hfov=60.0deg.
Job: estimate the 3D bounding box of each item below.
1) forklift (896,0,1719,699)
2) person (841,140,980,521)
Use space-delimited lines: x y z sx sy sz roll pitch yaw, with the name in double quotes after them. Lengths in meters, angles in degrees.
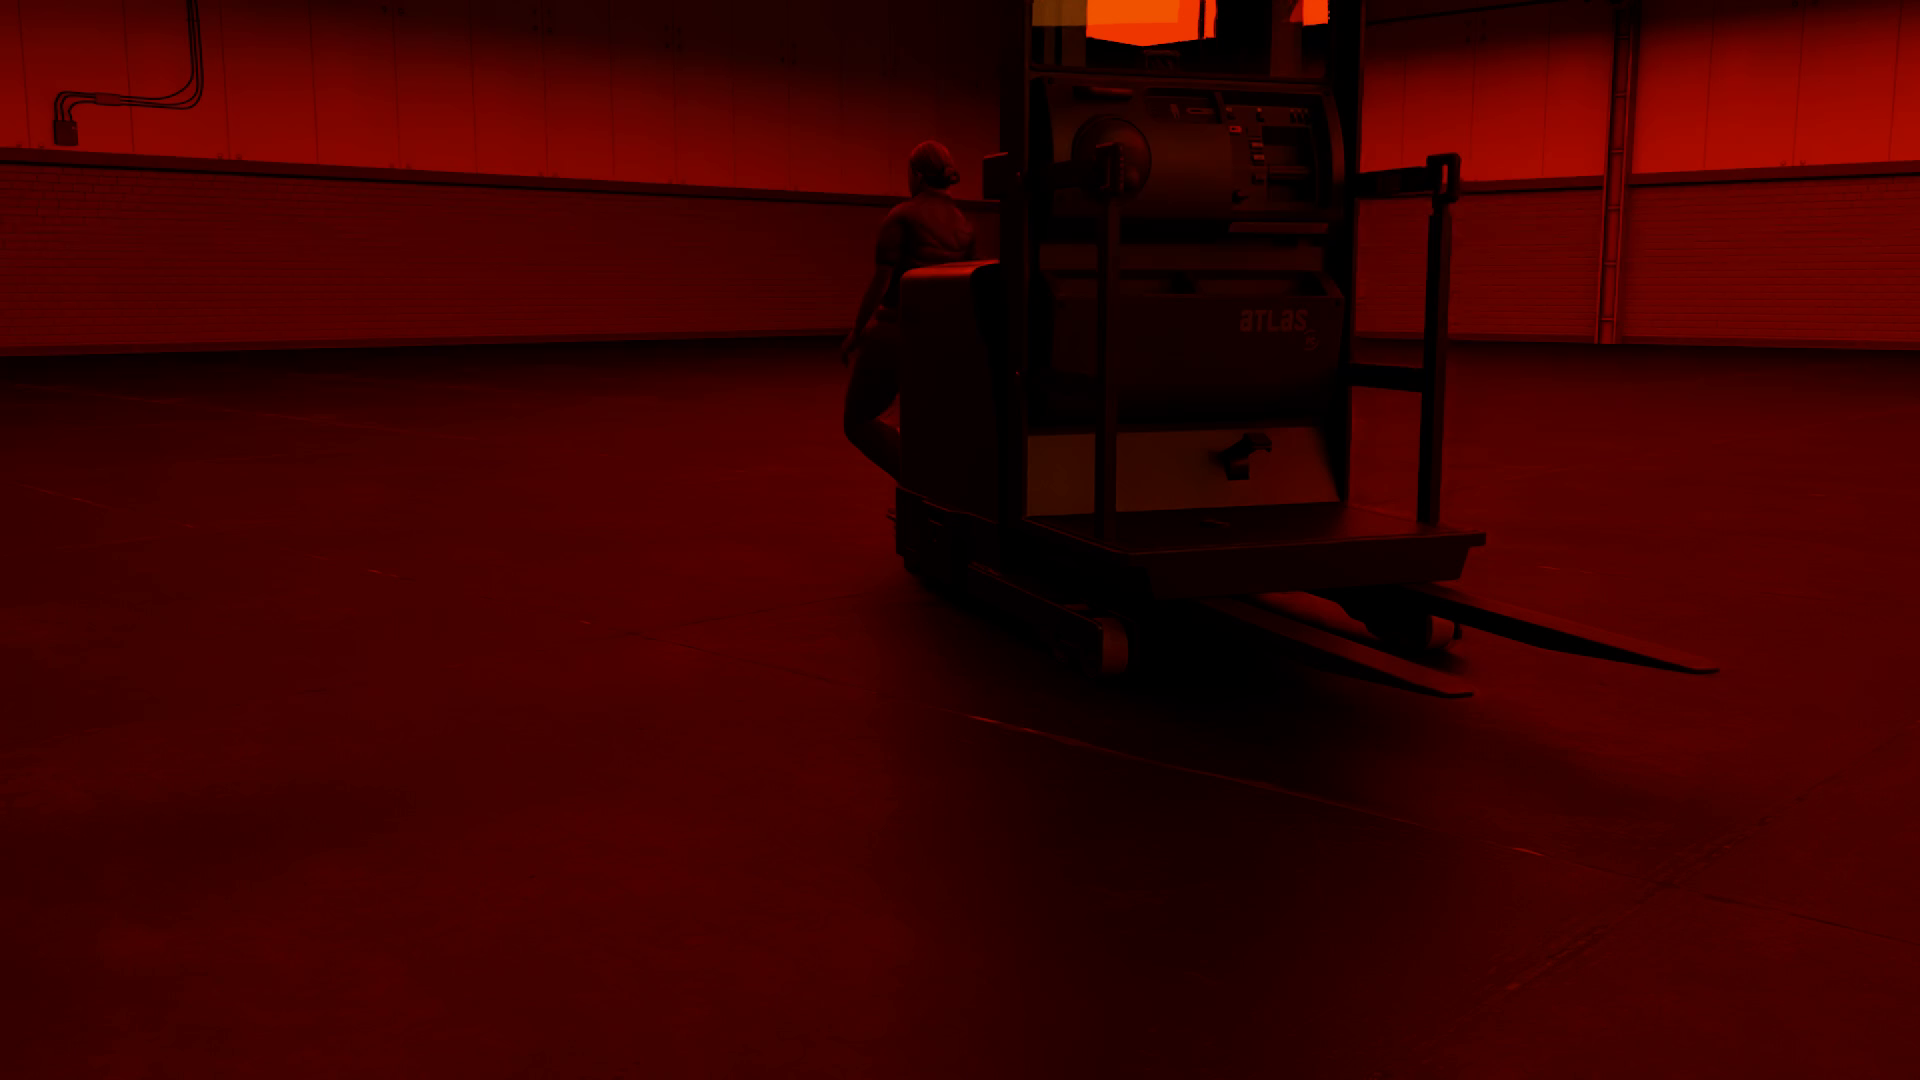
0.749 -1.156 4.553 1.130 2.935 3.031 -3 9 -20 "forklift"
-0.212 -0.807 6.787 0.650 1.583 0.637 -6 10 -35 "person"
